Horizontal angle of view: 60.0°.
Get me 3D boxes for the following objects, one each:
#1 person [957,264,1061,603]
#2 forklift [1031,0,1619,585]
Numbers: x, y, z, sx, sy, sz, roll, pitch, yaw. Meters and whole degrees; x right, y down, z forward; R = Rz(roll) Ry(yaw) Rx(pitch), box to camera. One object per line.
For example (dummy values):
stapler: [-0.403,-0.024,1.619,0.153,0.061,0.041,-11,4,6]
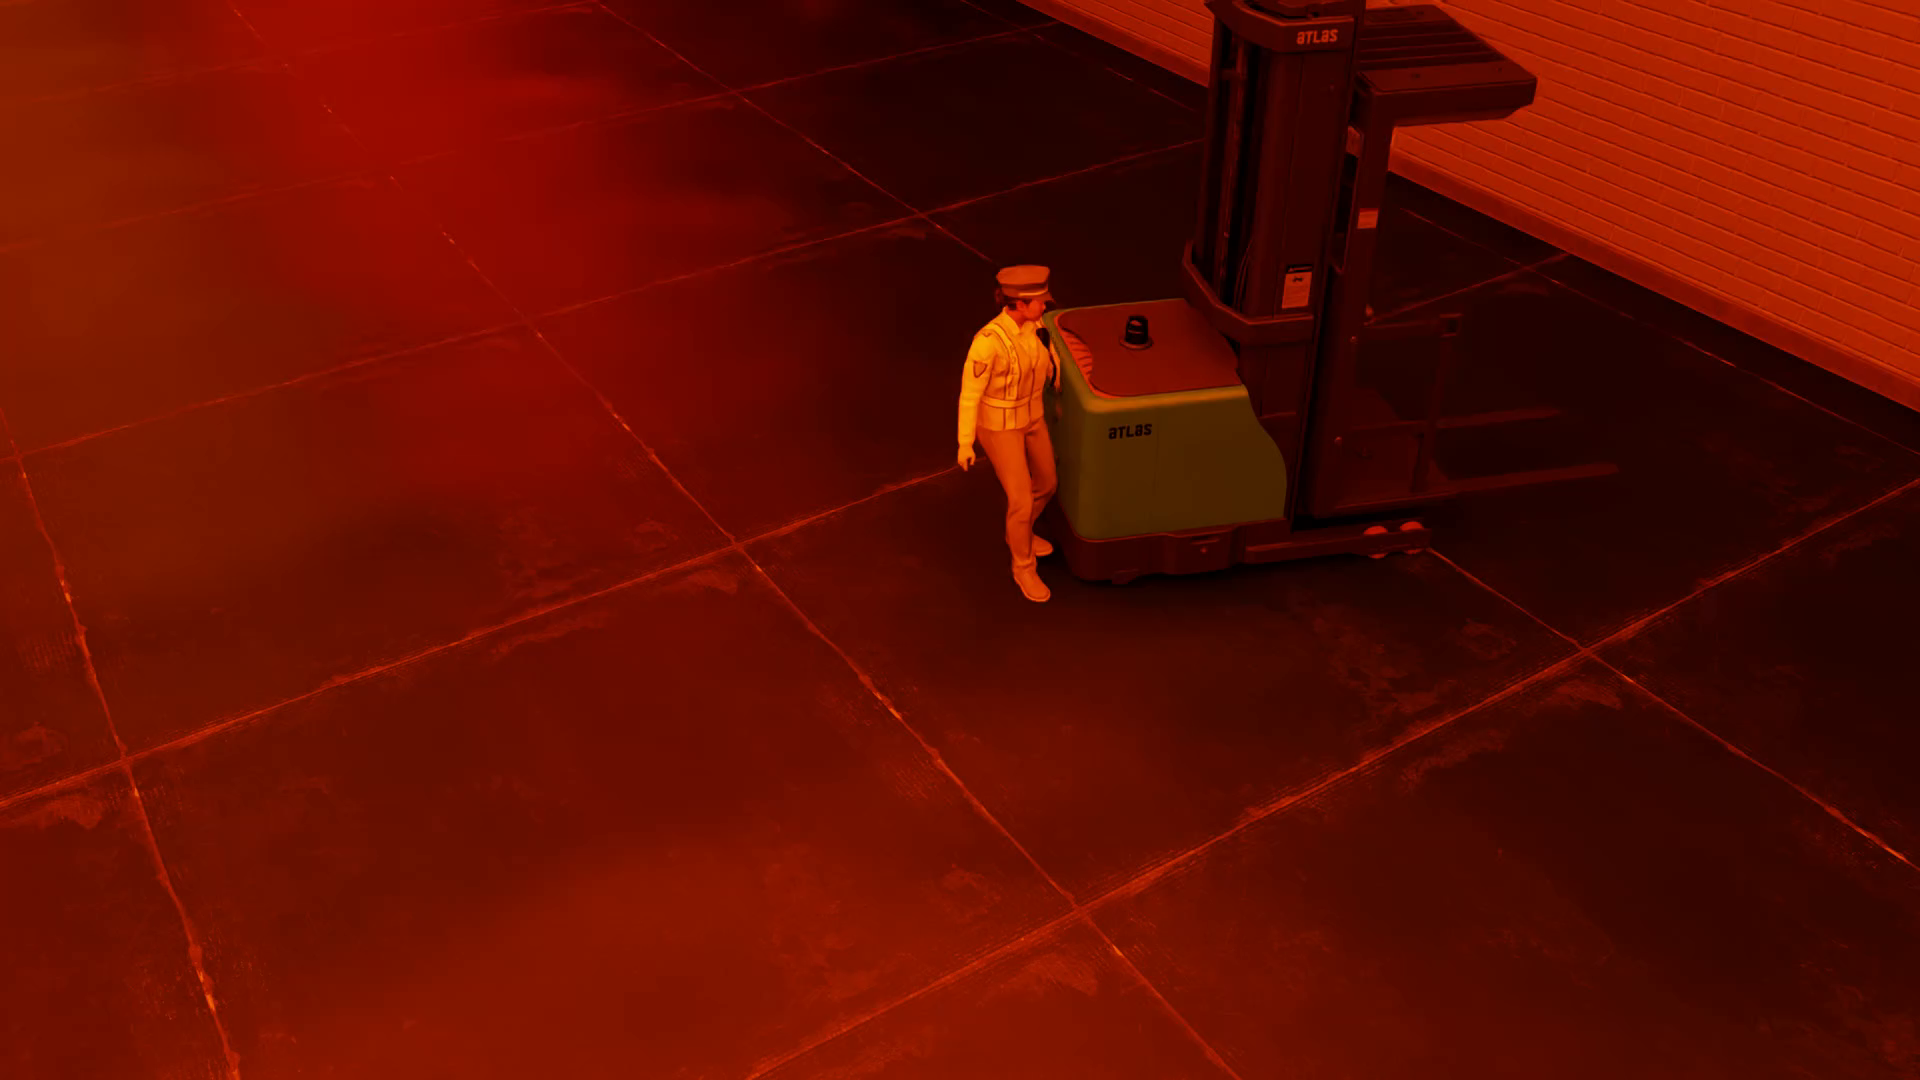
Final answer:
person: [0.341,-0.535,8.047,0.572,1.614,0.704,26,42,32]
forklift: [1.956,-1.397,8.135,3.031,2.935,1.130,-7,36,-10]
